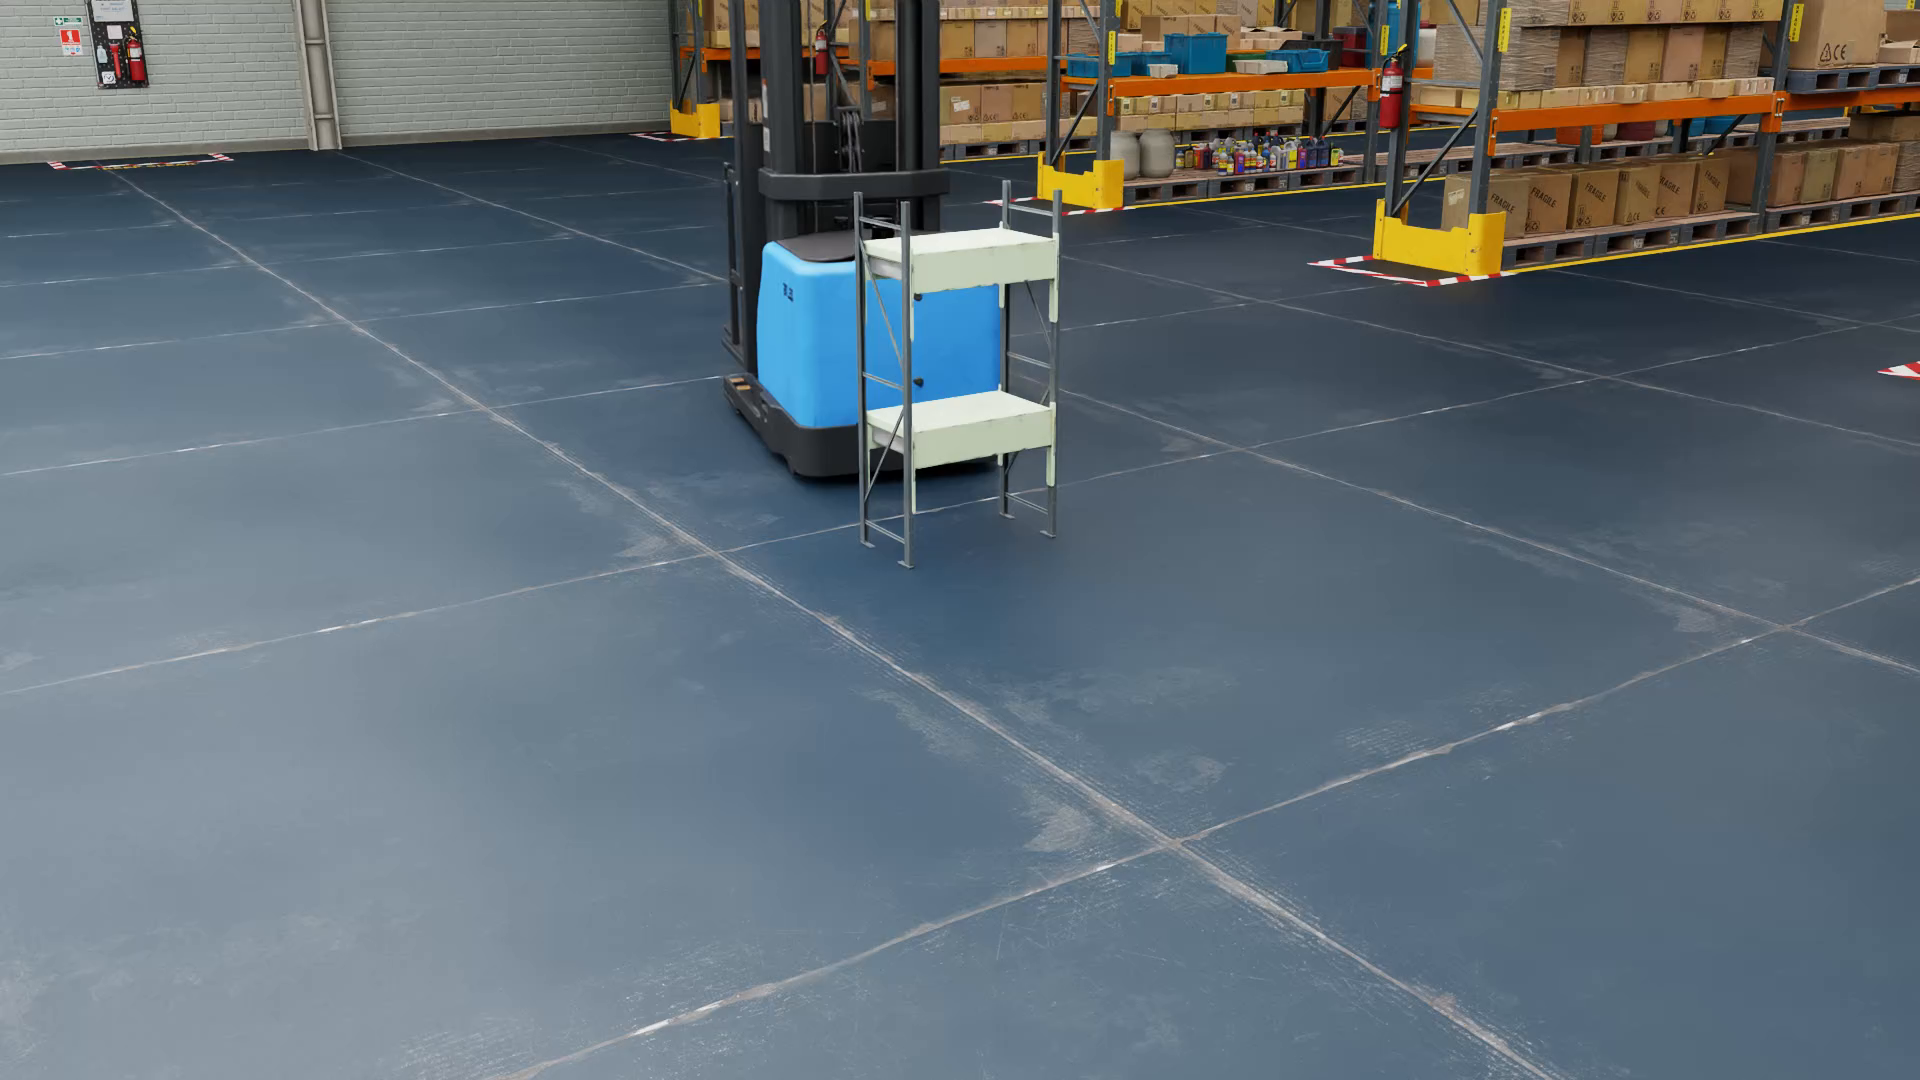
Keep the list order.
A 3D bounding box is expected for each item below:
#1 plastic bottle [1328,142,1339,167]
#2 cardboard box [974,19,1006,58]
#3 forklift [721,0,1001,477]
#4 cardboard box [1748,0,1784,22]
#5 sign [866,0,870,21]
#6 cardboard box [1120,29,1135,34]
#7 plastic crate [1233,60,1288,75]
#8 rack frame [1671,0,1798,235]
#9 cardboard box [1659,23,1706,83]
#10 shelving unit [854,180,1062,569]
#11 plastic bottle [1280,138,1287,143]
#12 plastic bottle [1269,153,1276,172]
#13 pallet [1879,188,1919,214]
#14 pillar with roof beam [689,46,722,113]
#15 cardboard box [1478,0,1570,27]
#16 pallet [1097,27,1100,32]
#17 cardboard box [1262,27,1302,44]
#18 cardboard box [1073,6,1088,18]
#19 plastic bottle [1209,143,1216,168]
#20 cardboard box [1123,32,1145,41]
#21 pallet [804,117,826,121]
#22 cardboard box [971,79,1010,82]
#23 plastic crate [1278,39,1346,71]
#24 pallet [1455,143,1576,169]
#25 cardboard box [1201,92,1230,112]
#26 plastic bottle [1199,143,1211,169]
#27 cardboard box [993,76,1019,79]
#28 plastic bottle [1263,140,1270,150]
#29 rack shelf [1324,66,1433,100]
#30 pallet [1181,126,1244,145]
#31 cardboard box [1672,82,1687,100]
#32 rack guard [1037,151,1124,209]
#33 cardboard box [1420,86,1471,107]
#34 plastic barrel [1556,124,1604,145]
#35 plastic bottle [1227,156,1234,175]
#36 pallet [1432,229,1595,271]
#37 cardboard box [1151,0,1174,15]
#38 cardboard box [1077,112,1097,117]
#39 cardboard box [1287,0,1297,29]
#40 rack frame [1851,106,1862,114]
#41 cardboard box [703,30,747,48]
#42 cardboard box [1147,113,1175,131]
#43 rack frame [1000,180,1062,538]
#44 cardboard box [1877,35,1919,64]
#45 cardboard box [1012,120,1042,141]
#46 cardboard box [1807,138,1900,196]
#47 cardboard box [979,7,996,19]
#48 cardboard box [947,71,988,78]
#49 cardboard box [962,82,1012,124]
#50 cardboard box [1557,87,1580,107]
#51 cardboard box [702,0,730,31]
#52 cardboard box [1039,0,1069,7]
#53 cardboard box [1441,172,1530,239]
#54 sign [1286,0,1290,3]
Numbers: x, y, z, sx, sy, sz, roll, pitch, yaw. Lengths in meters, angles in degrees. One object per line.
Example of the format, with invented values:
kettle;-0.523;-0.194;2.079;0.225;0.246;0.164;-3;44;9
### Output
plastic bottle;4.382;-4.532;19.520;0.133;0.283;0.061;-11;21;-29
cardboard box;0.229;-6.804;22.530;0.500;0.500;0.700;-11;22;-30
forklift;-0.715;-2.124;8.951;1.130;2.935;3.031;-6;20;-17
cardboard box;7.102;-4.967;15.073;0.500;0.500;0.500;-12;22;-31
sign;-1.159;-6.702;20.911;0.005;0.325;0.100;-12;22;-31
cardboard box;2.897;-9.024;29.615;0.250;0.149;0.380;-12;22;-32
plastic crate;3.386;-5.304;18.663;0.437;0.136;0.530;-12;22;-31
rack frame;7.327;-4.458;15.749;0.127;3.000;1.000;-12;22;-31
cardboard box;6.118;-4.390;14.927;0.500;0.500;0.875;-12;22;-31
shelving unit;-0.006;-0.709;7.001;0.755;1.500;0.431;-12;22;-31
plastic bottle;3.841;-4.698;20.024;0.135;0.276;0.152;-11;22;-29
plastic bottle;3.572;-4.329;19.049;0.097;0.201;0.097;0;19;0
pallet;10.014;-3.705;17.873;1.213;0.211;1.003;-12;22;-31
pillar with roof beam;-1.710;-9.774;22.104;0.400;9.000;9.100;-12;22;-31
cardboard box;4.595;-4.440;13.512;0.500;0.500;0.500;-12;22;-31
pallet;1.958;-8.893;29.165;1.003;0.211;1.213;-12;22;-31
cardboard box;4.895;-7.719;25.532;0.500;0.311;0.500;-10;21;-28
cardboard box;1.565;-7.315;23.030;0.250;0.149;0.380;-12;22;-33
plastic bottle;2.896;-4.499;19.435;0.135;0.276;0.152;-13;22;-33
cardboard box;2.515;-7.249;24.213;0.258;0.266;0.396;-13;22;-33
pallet;-2.407;-6.768;26.935;1.213;0.211;1.003;-12;22;-31
cardboard box;0.487;-6.186;23.326;0.500;0.500;0.500;-12;22;-31
plastic crate;4.096;-5.696;19.505;0.504;0.338;0.767;-12;22;-31
pallet;7.275;-5.041;21.825;1.213;0.211;1.003;-12;22;-31
cardboard box;3.647;-6.548;24.692;0.500;0.311;0.500;-11;22;-30
plastic bottle;2.839;-4.450;19.277;0.133;0.283;0.061;-12;22;-31
cardboard box;0.612;-7.775;28.775;0.500;0.500;0.700;-12;22;-31
plastic bottle;3.646;-4.610;19.771;0.097;0.271;0.097;0;19;0
rack shelf;6.273;-5.795;20.825;4.000;0.370;1.077;-12;22;-31
pallet;3.495;-6.144;25.089;1.213;0.211;1.003;-12;22;-31
cardboard box;6.238;-4.016;14.832;0.250;0.149;0.380;-12;22;-31
rack guard;1.300;-3.920;18.061;0.348;0.500;1.175;-12;22;-31
cardboard box;4.111;-3.740;14.017;0.250;0.149;0.380;-12;22;-31
plastic barrel;8.343;-5.749;22.300;0.708;0.830;0.600;-12;22;-31
plastic bottle;3.034;-4.216;18.713;0.097;0.201;0.097;0;19;0
pallet;4.748;-2.580;14.546;1.213;0.211;1.003;-12;22;-31
cardboard box;3.484;-9.442;29.839;0.500;0.500;0.500;-11;22;-30
cardboard box;2.069;-6.156;24.407;0.500;0.250;0.500;-12;22;-32
cardboard box;6.298;-10.075;31.896;0.700;0.700;0.980;-12;22;-31
rack frame;14.625;-7.897;25.920;0.127;3.000;1.000;-12;22;-31
cardboard box;-3.604;-7.668;25.446;0.500;0.250;0.500;-13;22;-33
cardboard box;2.782;-6.100;24.241;0.500;0.250;0.500;-11;22;-30
rack frame;0.300;-0.774;7.192;0.023;1.500;0.400;-12;22;-31
cardboard box;9.423;-4.932;16.705;0.258;0.266;0.396;-13;22;-33
cardboard box;0.782;-5.688;23.022;0.500;0.250;0.500;-12;22;-31
cardboard box;9.193;-3.861;17.198;0.500;0.500;0.700;-10;21;-27
cardboard box;0.271;-7.041;22.219;0.250;0.149;0.380;-12;22;-31
cardboard box;0.126;-8.025;28.344;0.500;0.250;0.500;-12;22;-33
cardboard box;0.365;-5.954;22.640;0.500;0.500;0.500;-12;22;-31
cardboard box;4.989;-3.750;14.045;0.250;0.149;0.380;-12;22;-31
cardboard box;-3.623;-8.026;25.333;0.500;0.500;0.500;-12;22;-31
cardboard box;1.093;-7.601;22.864;0.500;0.500;0.700;-12;22;-32
cardboard box;4.517;-2.874;14.310;0.500;0.500;0.500;-8;20;-21
sign;6.142;-10.210;31.077;0.005;0.325;0.100;-12;22;-31
